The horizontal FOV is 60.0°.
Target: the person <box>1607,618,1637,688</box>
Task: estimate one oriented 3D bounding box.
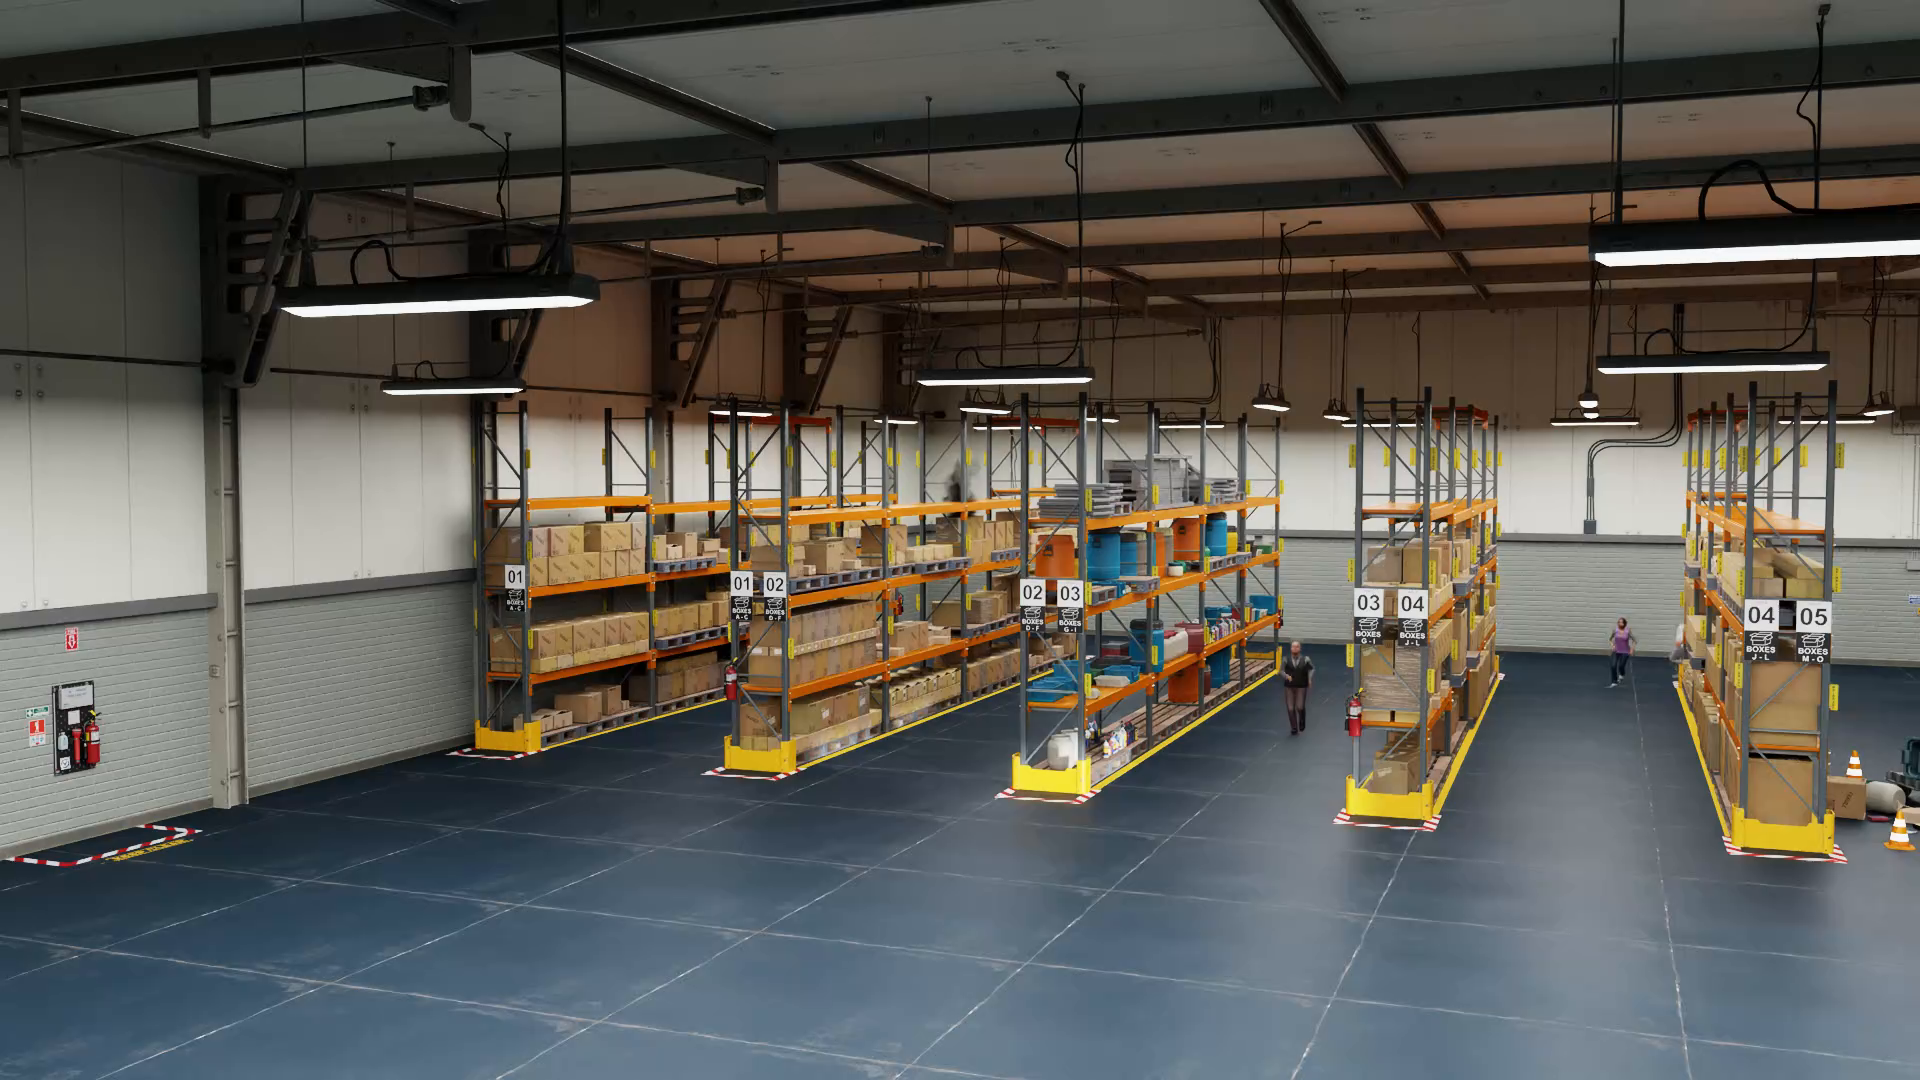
[{"bbox_3d":[14.500,2.474,36.471,0.602,1.550,0.551,2,3,32],"label":"person"}]

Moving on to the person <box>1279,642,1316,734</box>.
[{"bbox_3d":[6.089,2.689,30.123,0.645,1.679,0.592,1,3,17],"label":"person"}]

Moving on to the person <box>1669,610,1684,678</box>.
[{"bbox_3d":[16.384,2.340,37.739,0.535,1.673,0.745,2,3,29],"label":"person"}]
